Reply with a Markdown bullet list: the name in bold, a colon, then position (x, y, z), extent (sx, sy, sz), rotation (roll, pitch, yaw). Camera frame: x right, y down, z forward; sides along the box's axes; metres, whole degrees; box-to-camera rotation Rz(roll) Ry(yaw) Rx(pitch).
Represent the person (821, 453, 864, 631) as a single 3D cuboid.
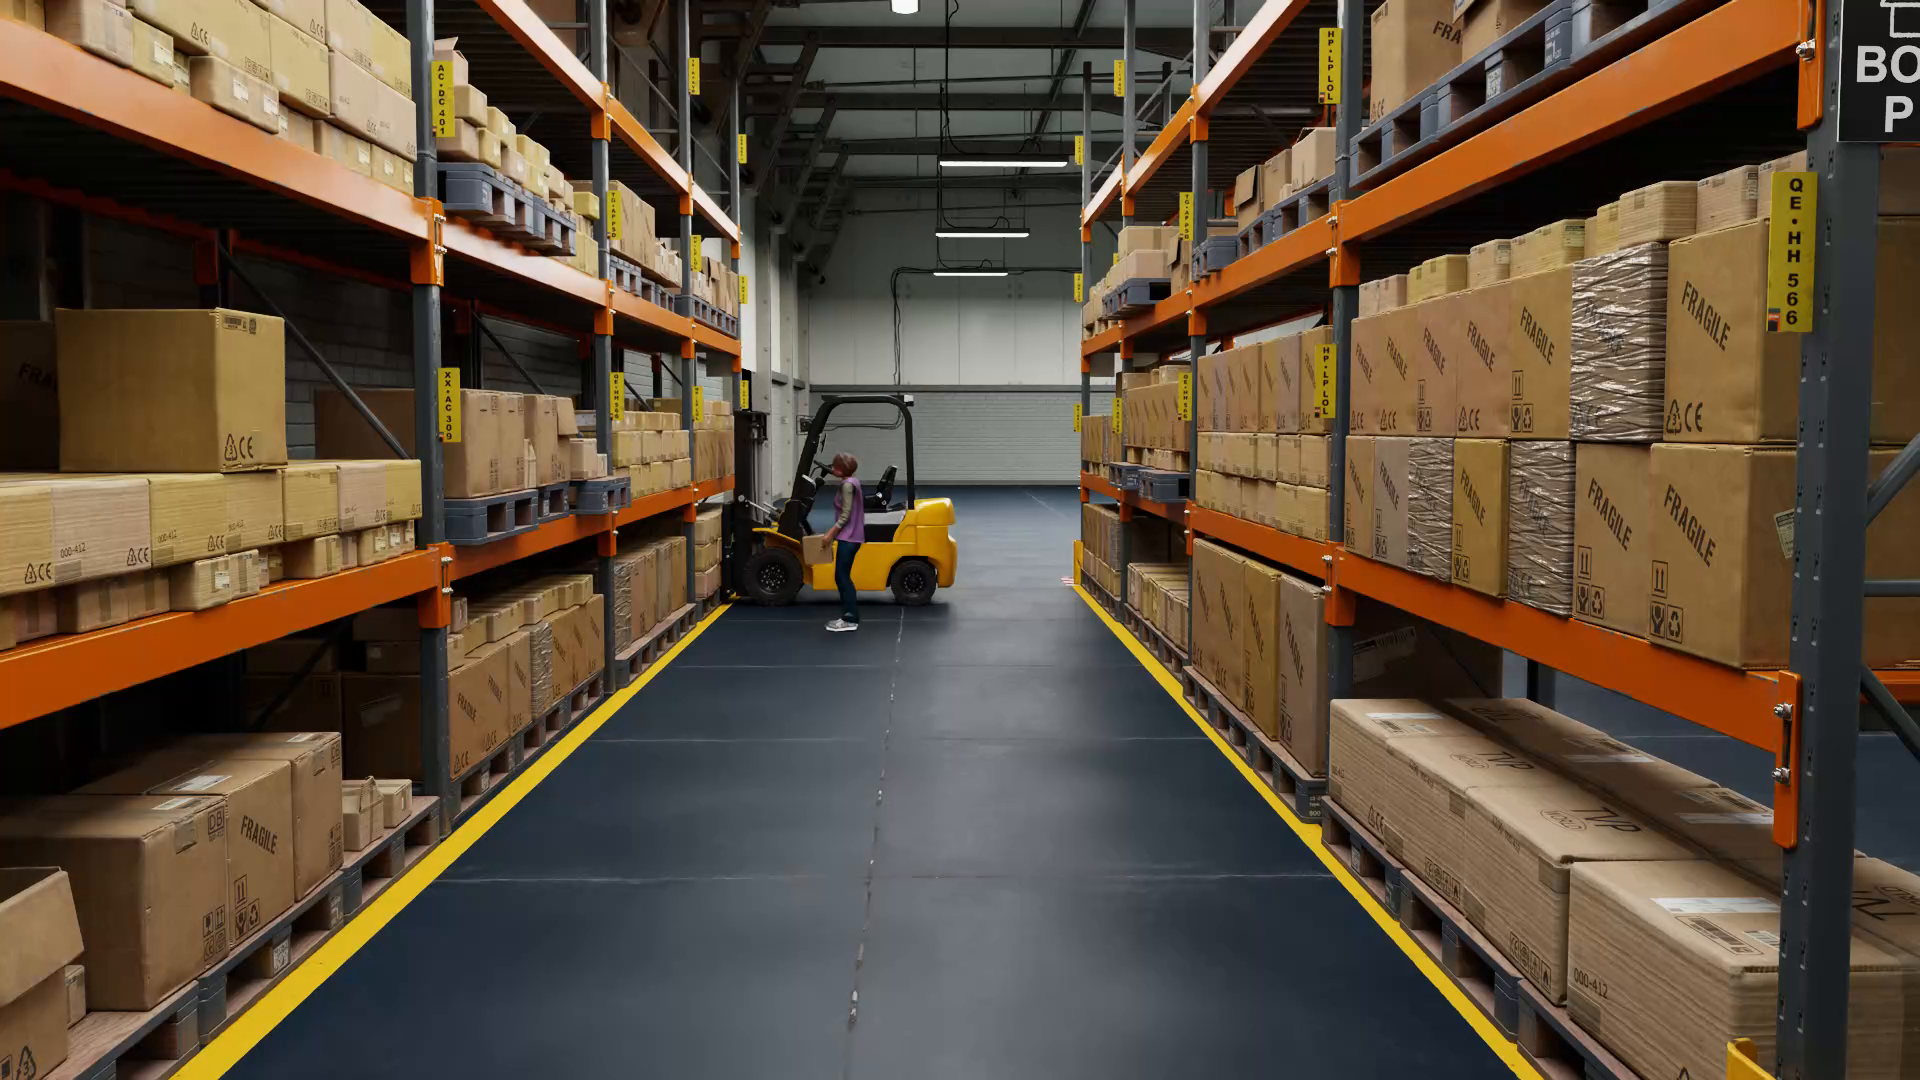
- **person**: position (-1.053, 0.013, 14.973), extent (0.384, 1.602, 0.444), rotation (0, 4, -2)
